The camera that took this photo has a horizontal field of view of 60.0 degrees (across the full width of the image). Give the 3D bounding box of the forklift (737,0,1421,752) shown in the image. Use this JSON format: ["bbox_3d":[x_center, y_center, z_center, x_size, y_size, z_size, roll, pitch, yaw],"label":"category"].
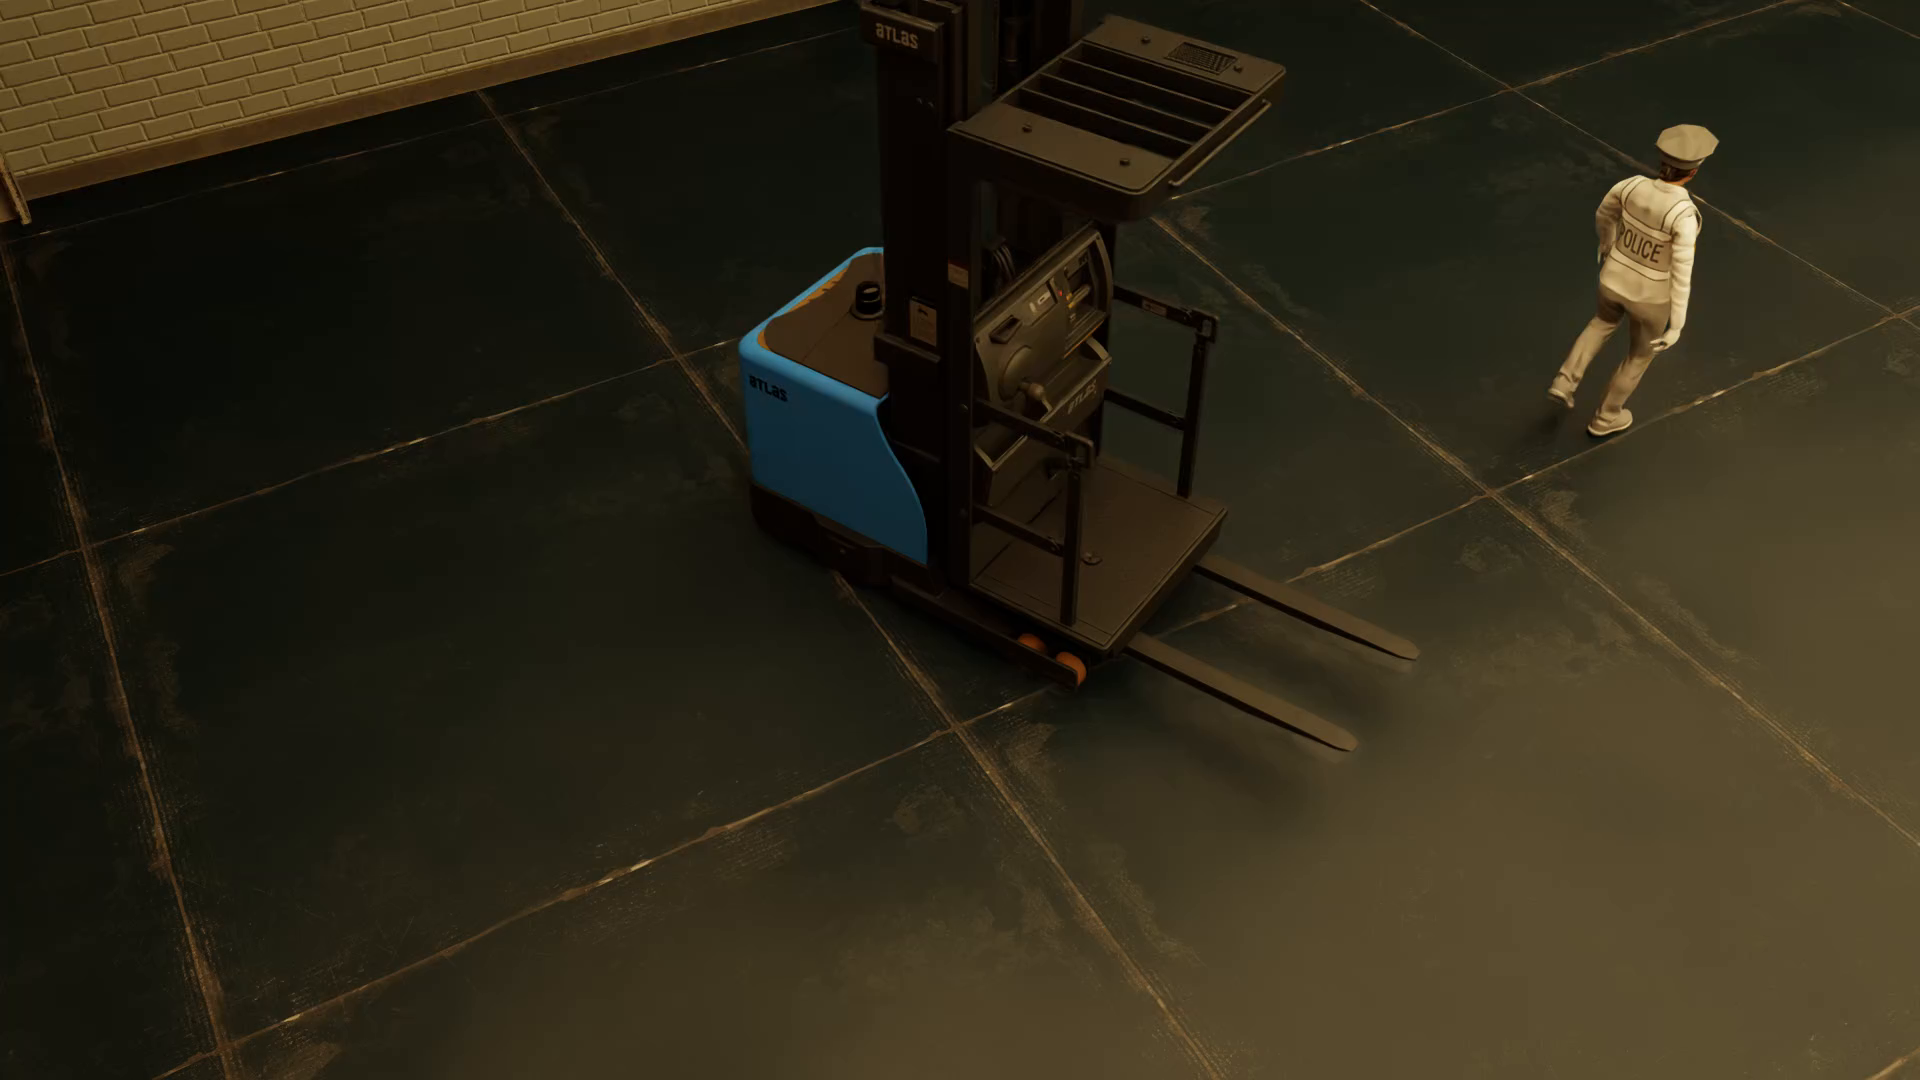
[{"bbox_3d":[0.514,-0.843,6.607,3.031,2.935,1.130,25,49,25],"label":"forklift"}]

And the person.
[{"bbox_3d":[3.208,-1.189,7.928,0.459,1.650,0.673,-26,49,-26],"label":"person"}]
